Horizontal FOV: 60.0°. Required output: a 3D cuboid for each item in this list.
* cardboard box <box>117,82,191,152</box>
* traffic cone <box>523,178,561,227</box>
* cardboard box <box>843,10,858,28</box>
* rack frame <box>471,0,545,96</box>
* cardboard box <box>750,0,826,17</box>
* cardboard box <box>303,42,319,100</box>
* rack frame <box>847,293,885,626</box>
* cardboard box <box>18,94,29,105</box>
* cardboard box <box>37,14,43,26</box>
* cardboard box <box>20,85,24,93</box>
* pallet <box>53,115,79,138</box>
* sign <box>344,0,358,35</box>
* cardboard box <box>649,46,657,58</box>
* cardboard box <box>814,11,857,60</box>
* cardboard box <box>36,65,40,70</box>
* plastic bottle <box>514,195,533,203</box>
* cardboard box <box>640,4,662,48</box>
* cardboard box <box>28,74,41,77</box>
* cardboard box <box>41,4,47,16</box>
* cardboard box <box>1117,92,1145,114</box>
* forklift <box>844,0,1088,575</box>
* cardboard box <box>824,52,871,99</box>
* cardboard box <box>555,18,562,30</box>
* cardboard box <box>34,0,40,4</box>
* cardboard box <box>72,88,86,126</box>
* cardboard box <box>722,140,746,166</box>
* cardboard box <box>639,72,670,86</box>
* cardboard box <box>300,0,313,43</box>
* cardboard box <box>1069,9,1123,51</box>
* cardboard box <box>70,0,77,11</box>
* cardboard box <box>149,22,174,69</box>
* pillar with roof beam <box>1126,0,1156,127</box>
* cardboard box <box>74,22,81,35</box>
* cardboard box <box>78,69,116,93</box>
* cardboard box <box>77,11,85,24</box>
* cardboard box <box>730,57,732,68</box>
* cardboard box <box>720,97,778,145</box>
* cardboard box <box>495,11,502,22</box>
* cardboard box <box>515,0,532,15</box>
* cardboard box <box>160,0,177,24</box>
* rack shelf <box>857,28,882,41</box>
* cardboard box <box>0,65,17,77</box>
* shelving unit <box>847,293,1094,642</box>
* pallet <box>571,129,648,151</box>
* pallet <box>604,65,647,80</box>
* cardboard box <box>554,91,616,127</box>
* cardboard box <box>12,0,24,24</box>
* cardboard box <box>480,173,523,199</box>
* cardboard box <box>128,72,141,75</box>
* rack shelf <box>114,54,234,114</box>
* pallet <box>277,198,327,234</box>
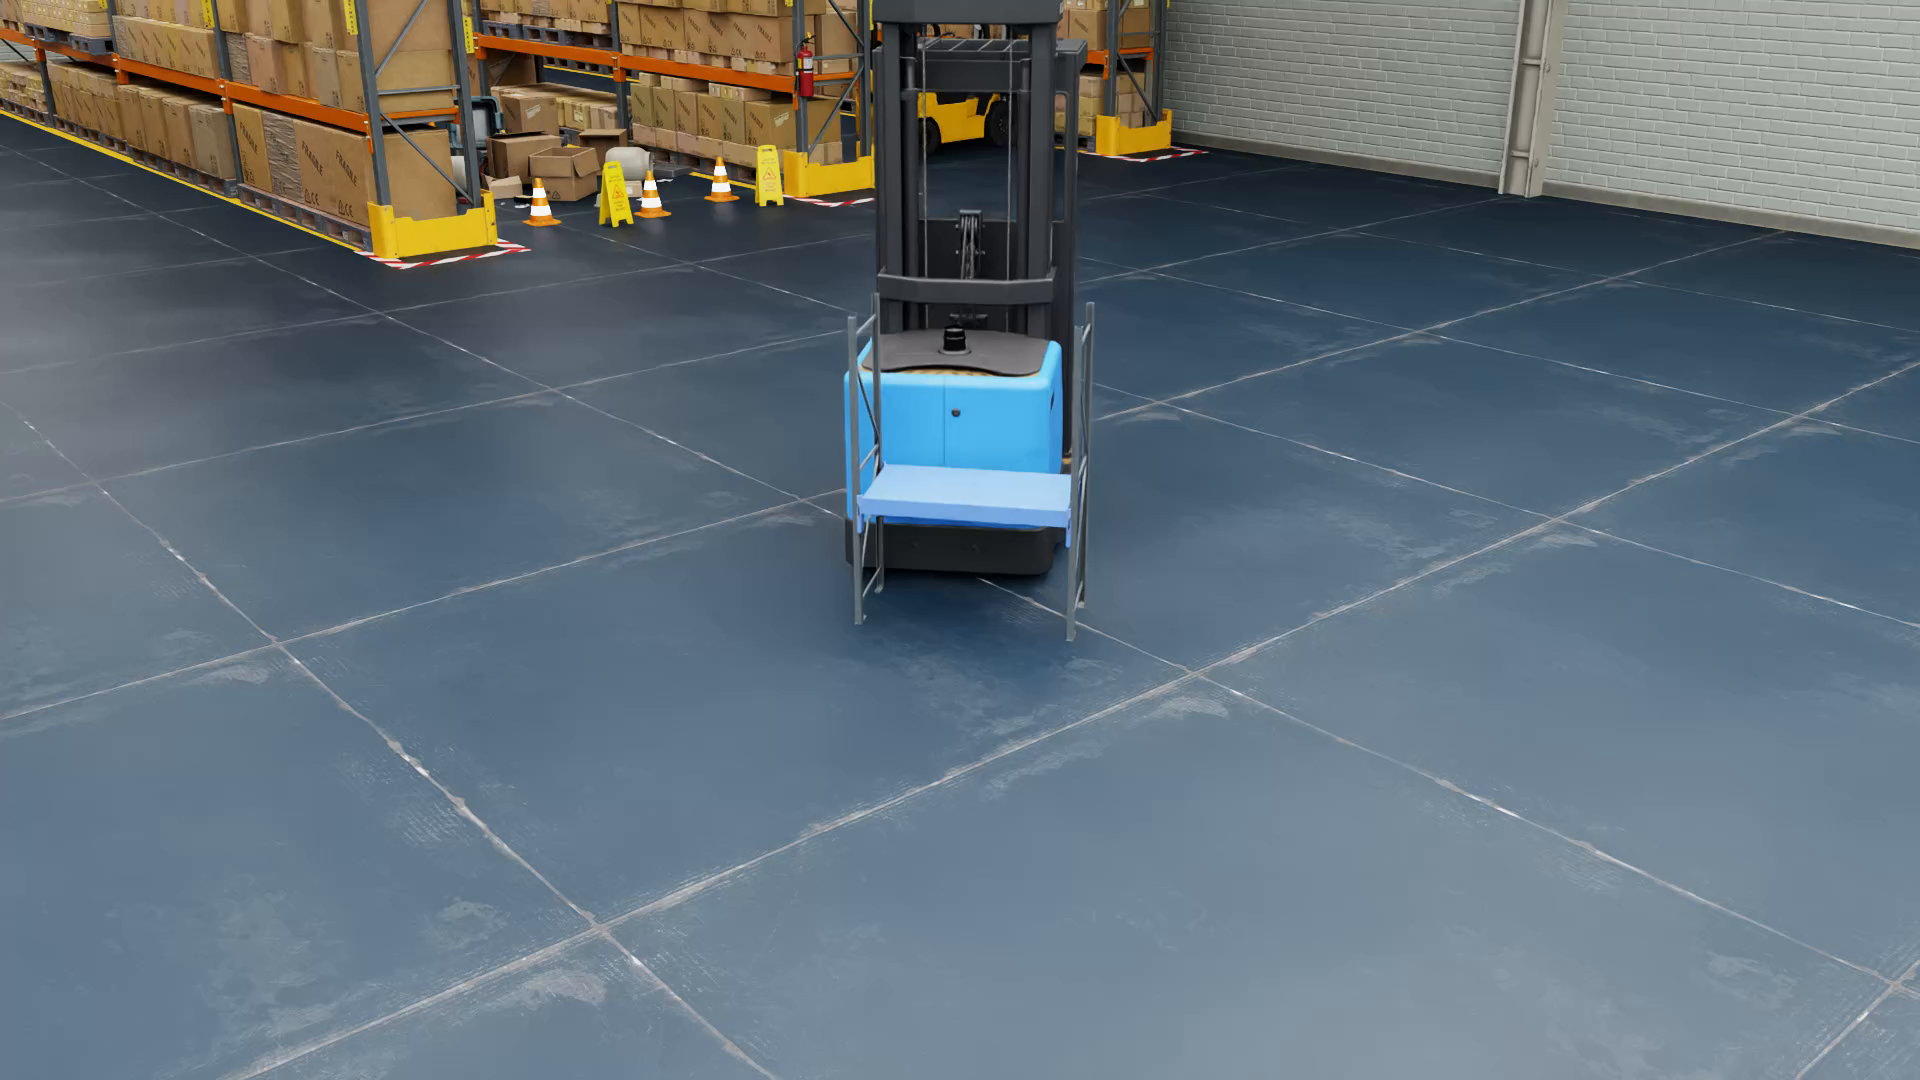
[{"bbox_3d":[-10.020,-5.418,21.214,1.050,0.750,0.750,-18,28,-38],"label":"cardboard box"},{"bbox_3d":[-4.398,-3.553,17.421,0.336,0.463,0.334,-17,27,-37],"label":"traffic cone"},{"bbox_3d":[-1.457,-8.033,25.586,0.500,0.250,0.500,-17,27,-37],"label":"cardboard box"},{"bbox_3d":[-6.665,-7.666,24.444,1.000,3.000,0.127,-17,27,-37],"label":"rack frame"},{"bbox_3d":[-1.942,-6.196,18.774,0.700,0.500,0.500,-18,28,-39],"label":"cardboard box"},{"bbox_3d":[-6.050,-4.743,16.774,0.875,0.550,0.550,-17,27,-37],"label":"cardboard box"},{"bbox_3d":[-0.441,-0.379,7.896,0.032,1.500,0.500,4,22,10],"label":"rack frame"},{"bbox_3d":[-14.150,-6.746,25.429,0.380,0.149,0.250,-18,27,-38],"label":"cardboard box"},{"bbox_3d":[-12.543,-7.210,23.049,0.380,0.149,0.250,-17,27,-37],"label":"cardboard box"},{"bbox_3d":[-14.211,-6.962,25.571,0.380,0.149,0.250,-19,28,-40],"label":"cardboard box"},{"bbox_3d":[-12.451,-6.052,24.146,1.003,0.211,1.213,-17,27,-37],"label":"pallet"},{"bbox_3d":[-5.547,-4.774,15.147,0.100,0.325,0.005,-17,27,-37],"label":"sign"},{"bbox_3d":[-3.691,-6.157,20.936,0.380,0.149,0.250,-18,27,-38],"label":"cardboard box"},{"bbox_3d":[-1.542,-5.838,19.231,0.500,0.500,0.500,-18,28,-38],"label":"cardboard box"},{"bbox_3d":[-14.527,-7.518,26.584,0.380,0.149,0.250,-19,28,-39],"label":"cardboard box"},{"bbox_3d":[-4.914,-3.831,18.682,0.283,0.061,0.133,12,24,27],"label":"plastic bottle"},{"bbox_3d":[-3.633,-6.425,20.730,0.500,0.500,0.500,-18,27,-38],"label":"cardboard box"},{"bbox_3d":[-13.865,-6.965,25.171,0.380,0.149,0.250,-16,27,-36],"label":"cardboard box"},{"bbox_3d":[-12.364,-7.276,22.808,0.380,0.149,0.250,-16,27,-35],"label":"cardboard box"},{"bbox_3d":[2.165,-5.966,22.612,0.500,0.250,0.500,-17,27,-36],"label":"cardboard box"},{"bbox_3d":[0.115,-1.689,9.278,1.130,2.935,3.031,3,22,7],"label":"forklift"},{"bbox_3d":[-1.638,-7.398,26.441,0.875,0.625,0.625,-19,28,-40],"label":"cardboard box"},{"bbox_3d":[-5.254,-7.001,22.515,0.380,0.149,0.250,-17,27,-37],"label":"cardboard box"},{"bbox_3d":[-12.538,-7.486,22.936,0.380,0.149,0.250,-18,28,-38],"label":"cardboard box"},{"bbox_3d":[-11.980,-6.042,23.149,0.500,0.500,0.500,-17,27,-37],"label":"cardboard box"},{"bbox_3d":[-2.507,-4.675,20.003,0.500,0.250,0.500,-17,27,-37],"label":"cardboard box"},{"bbox_3d":[-3.837,-5.851,21.087,0.380,0.149,0.250,-17,27,-37],"label":"cardboard box"},{"bbox_3d":[-6.032,-5.251,16.592,0.875,0.550,0.550,-17,27,-37],"label":"cardboard box"},{"bbox_3d":[1.795,-6.759,21.990,0.500,0.500,0.500,-18,28,-39],"label":"cardboard box"},{"bbox_3d":[-11.350,-6.984,21.655,0.380,0.149,0.250,-16,27,-36],"label":"cardboard box"},{"bbox_3d":[-9.274,-5.901,19.799,0.500,0.500,0.500,-18,28,-38],"label":"cardboard box"},{"bbox_3d":[-0.718,-8.814,19.149,9.100,9.000,0.400,-17,27,-37],"label":"pillar with roof beam"},{"bbox_3d":[-11.348,-6.705,21.759,0.380,0.149,0.250,-17,27,-37],"label":"cardboard box"},{"bbox_3d":[-11.652,-6.248,22.647,0.500,0.250,0.500,-17,27,-36],"label":"cardboard box"},{"bbox_3d":[-11.192,-6.778,21.538,0.380,0.149,0.250,-16,27,-35],"label":"cardboard box"},{"bbox_3d":[-2.502,-5.679,19.715,0.380,0.149,0.250,-17,27,-37],"label":"cardboard box"},{"bbox_3d":[-2.507,-5.023,19.862,0.500,0.500,0.500,-16,27,-36],"label":"cardboard box"},{"bbox_3d":[-6.435,-7.525,23.851,0.380,0.149,0.250,-20,29,-41],"label":"cardboard box"},{"bbox_3d":[-5.850,-7.580,23.103,0.500,0.500,0.500,-17,27,-37],"label":"cardboard box"},{"bbox_3d":[-9.062,-6.424,19.764,0.700,0.500,0.500,-18,28,-38],"label":"cardboard box"},{"bbox_3d":[-1.602,-7.961,26.184,1.077,0.370,4.000,-17,27,-37],"label":"rack shelf"},{"bbox_3d":[-15.148,-7.442,26.389,0.380,0.149,0.250,-18,27,-38],"label":"cardboard box"},{"bbox_3d":[0.059,-0.345,7.809,1.048,1.500,0.538,4,22,10],"label":"shelving unit"},{"bbox_3d":[-4.563,-5.477,22.679,1.003,0.211,1.213,-17,27,-37],"label":"pallet"},{"bbox_3d":[-5.966,-8.845,31.279,1.003,0.211,1.213,-17,27,-37],"label":"pallet"},{"bbox_3d":[-5.325,-6.067,23.388,0.950,0.372,0.625,-16,27,-36],"label":"cardboard box"},{"bbox_3d":[-13.490,-7.816,24.283,0.500,0.500,0.500,-17,27,-37],"label":"cardboard box"},{"bbox_3d":[-5.221,-4.045,18.948,0.396,0.266,0.258,-12,25,-28],"label":"cardboard box"},{"bbox_3d":[-10.947,-6.229,22.598,0.500,0.250,0.500,-18,28,-38],"label":"cardboard box"},{"bbox_3d":[-9.044,-5.572,20.085,1.077,0.370,4.000,-17,27,-37],"label":"rack shelf"},{"bbox_3d":[-6.501,-3.490,17.606,1.003,0.211,1.213,-17,27,-37],"label":"pallet"}]
